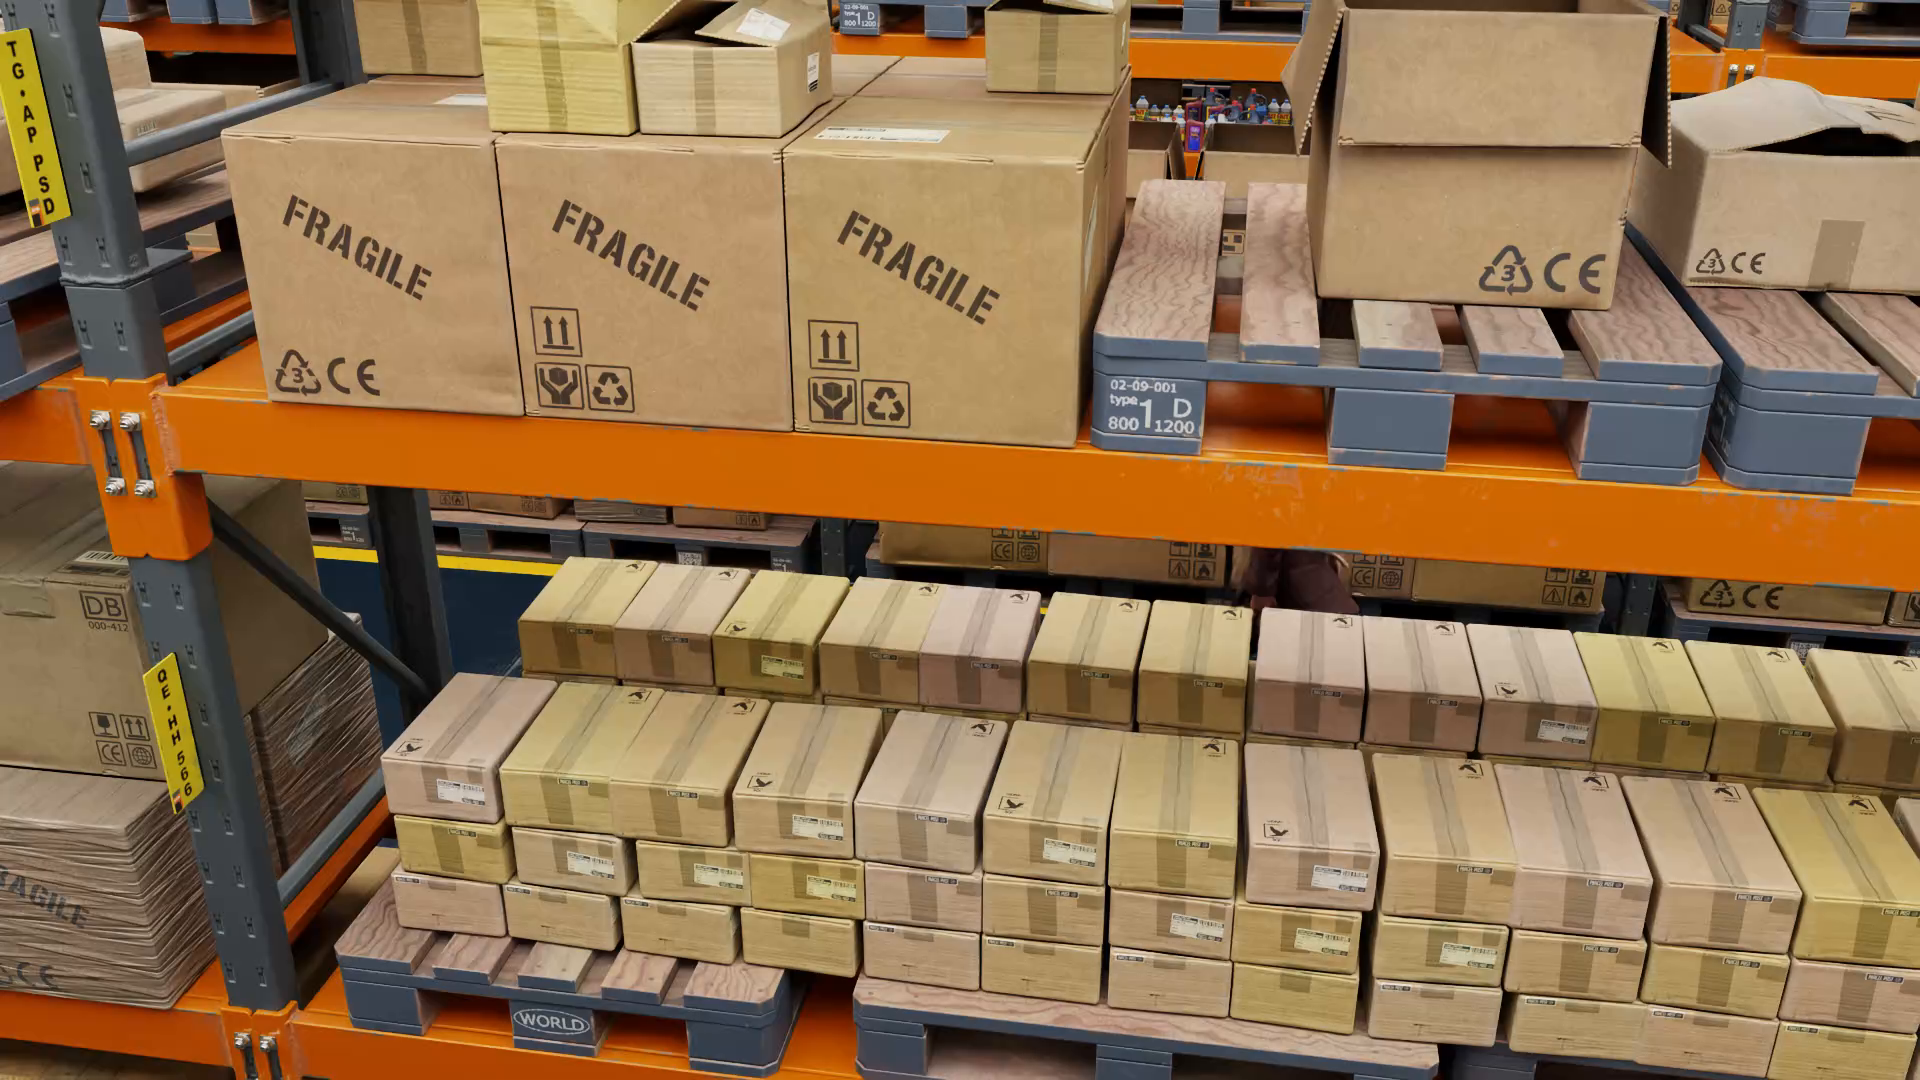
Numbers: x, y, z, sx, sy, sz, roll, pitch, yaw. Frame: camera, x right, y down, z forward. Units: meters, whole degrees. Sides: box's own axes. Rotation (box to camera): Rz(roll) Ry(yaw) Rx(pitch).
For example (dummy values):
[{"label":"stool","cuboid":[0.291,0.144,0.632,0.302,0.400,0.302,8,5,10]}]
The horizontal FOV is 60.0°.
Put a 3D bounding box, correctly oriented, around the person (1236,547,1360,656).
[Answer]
[{"label":"person","cuboid":[1.338,0.102,6.898,1.132,1.733,0.576,5,25,12]}]
